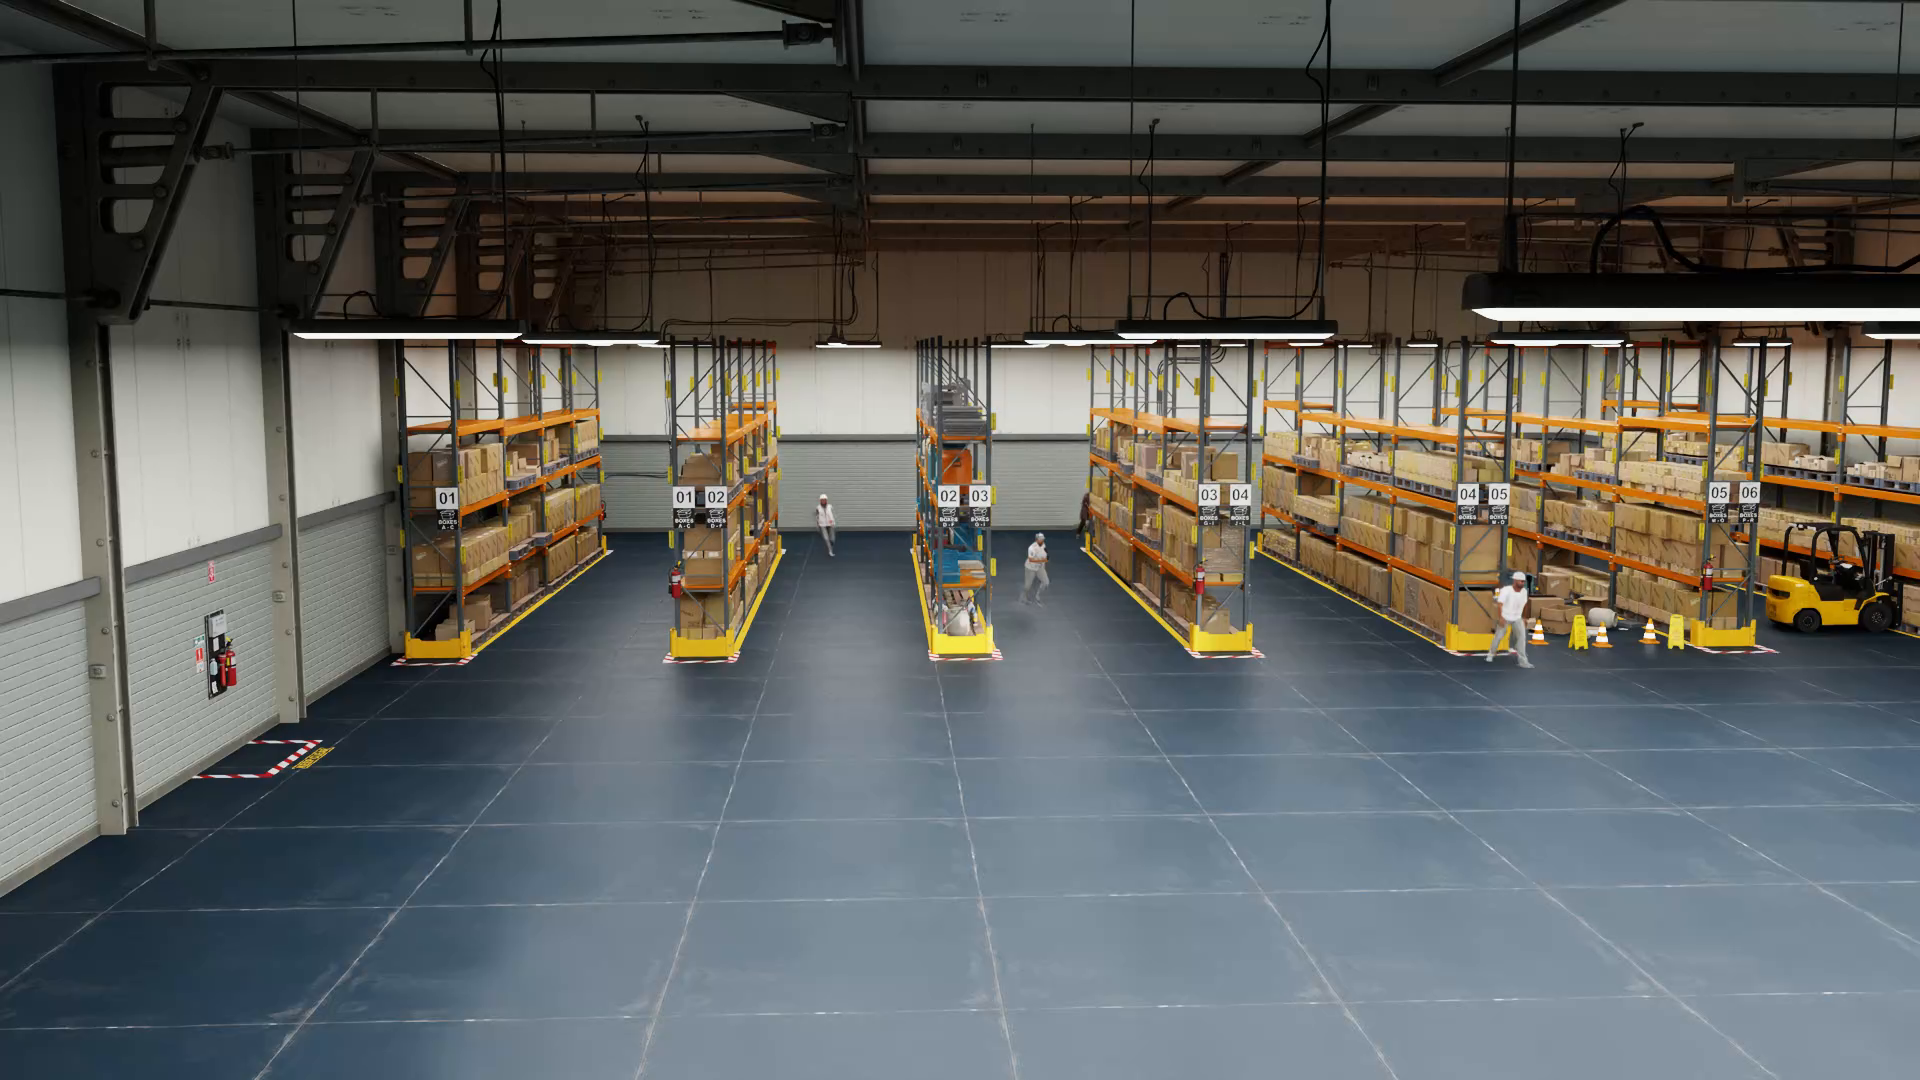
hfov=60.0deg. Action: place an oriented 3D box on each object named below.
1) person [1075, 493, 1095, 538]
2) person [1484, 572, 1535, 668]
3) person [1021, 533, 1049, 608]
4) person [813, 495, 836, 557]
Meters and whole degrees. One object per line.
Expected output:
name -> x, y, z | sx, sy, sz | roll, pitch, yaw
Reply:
person -> 3.895, -0.859, 50.553 | 0.757, 1.617, 1.055 | -5, 8, -38
person -> 10.060, 1.426, 30.305 | 0.734, 1.723, 0.871 | -2, 7, -18
person -> 1.637, 0.653, 35.420 | 0.605, 1.647, 0.893 | -5, 8, -35
person -> -3.784, -0.413, 46.577 | 0.655, 1.726, 0.752 | -2, 7, -14
